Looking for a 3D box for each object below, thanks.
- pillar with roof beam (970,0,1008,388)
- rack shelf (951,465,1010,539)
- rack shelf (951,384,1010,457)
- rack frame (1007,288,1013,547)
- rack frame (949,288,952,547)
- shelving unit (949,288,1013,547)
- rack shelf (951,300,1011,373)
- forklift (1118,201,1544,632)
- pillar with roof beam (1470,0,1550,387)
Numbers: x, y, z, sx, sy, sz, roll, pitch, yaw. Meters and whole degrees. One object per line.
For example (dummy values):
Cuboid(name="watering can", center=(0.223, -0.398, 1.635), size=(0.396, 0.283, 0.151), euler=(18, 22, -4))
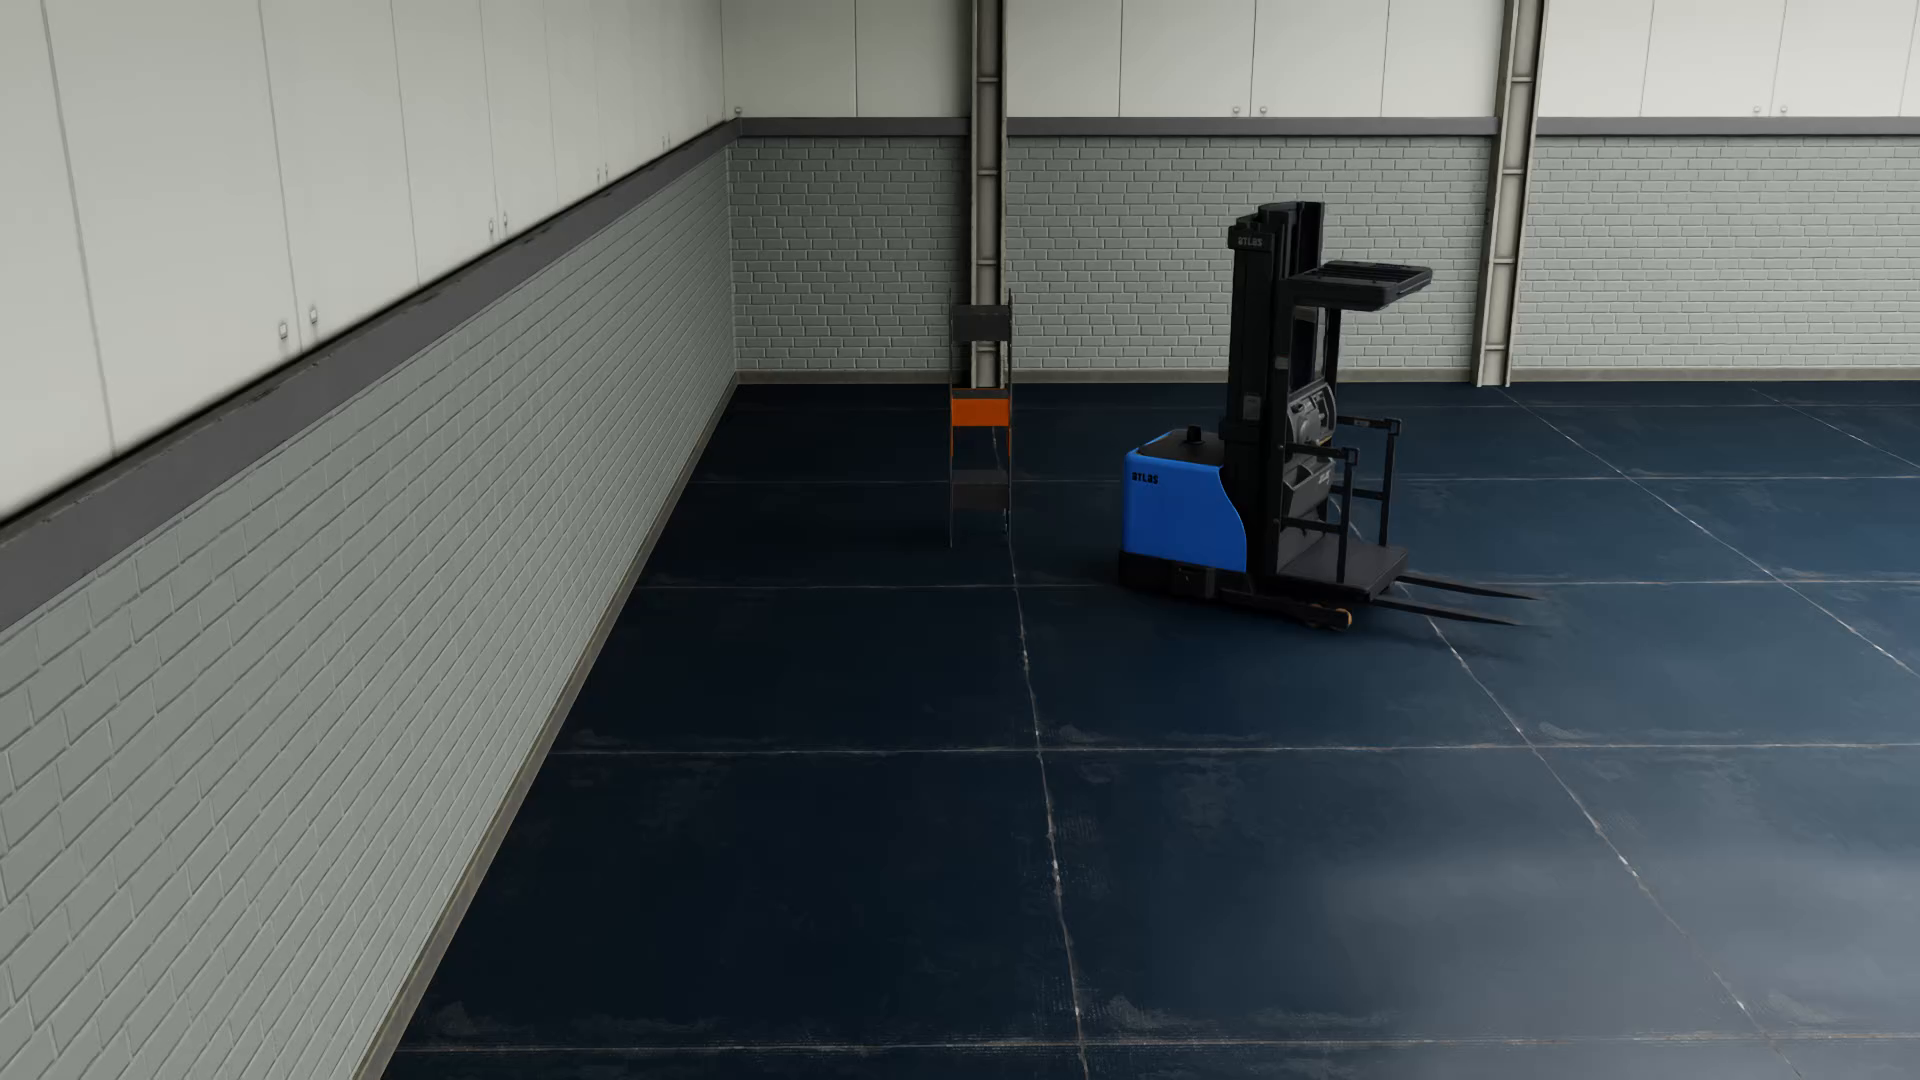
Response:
Cuboid(name="pillar with roof beam", center=(0.391, -4.807, 14.300), size=(0.400, 9.000, 9.100), euler=(0, 18, -1))
Cuboid(name="rack shelf", center=(0.166, -0.321, 13.947), size=(0.480, 0.518, 0.431), euler=(0, 18, -1))
Cuboid(name="rack shelf", center=(0.166, -0.988, 13.733), size=(0.480, 0.518, 0.431), euler=(0, 18, -1))
Cuboid(name="rack frame", center=(0.409, -1.002, 13.733), size=(0.015, 2.100, 0.400), euler=(0, 18, -1))
Cuboid(name="rack frame", center=(-0.078, -0.999, 13.726), size=(0.015, 2.100, 0.400), euler=(0, 18, -1))
Cuboid(name="shelving unit", center=(0.166, -1.001, 13.729), size=(0.503, 2.100, 0.431), euler=(0, 18, -1))
Cuboid(name="rack shelf", center=(0.165, -1.654, 13.520), size=(0.480, 0.518, 0.431), euler=(0, 18, -1))
Cuboid(name="forklift", center=(2.755, -0.921, 12.119), size=(3.031, 2.935, 1.130), euler=(10, 20, 29))
Cuboid(name="pillar with roof beam", center=(6.390, -4.836, 14.390), size=(0.400, 9.000, 9.100), euler=(0, 18, -1))
